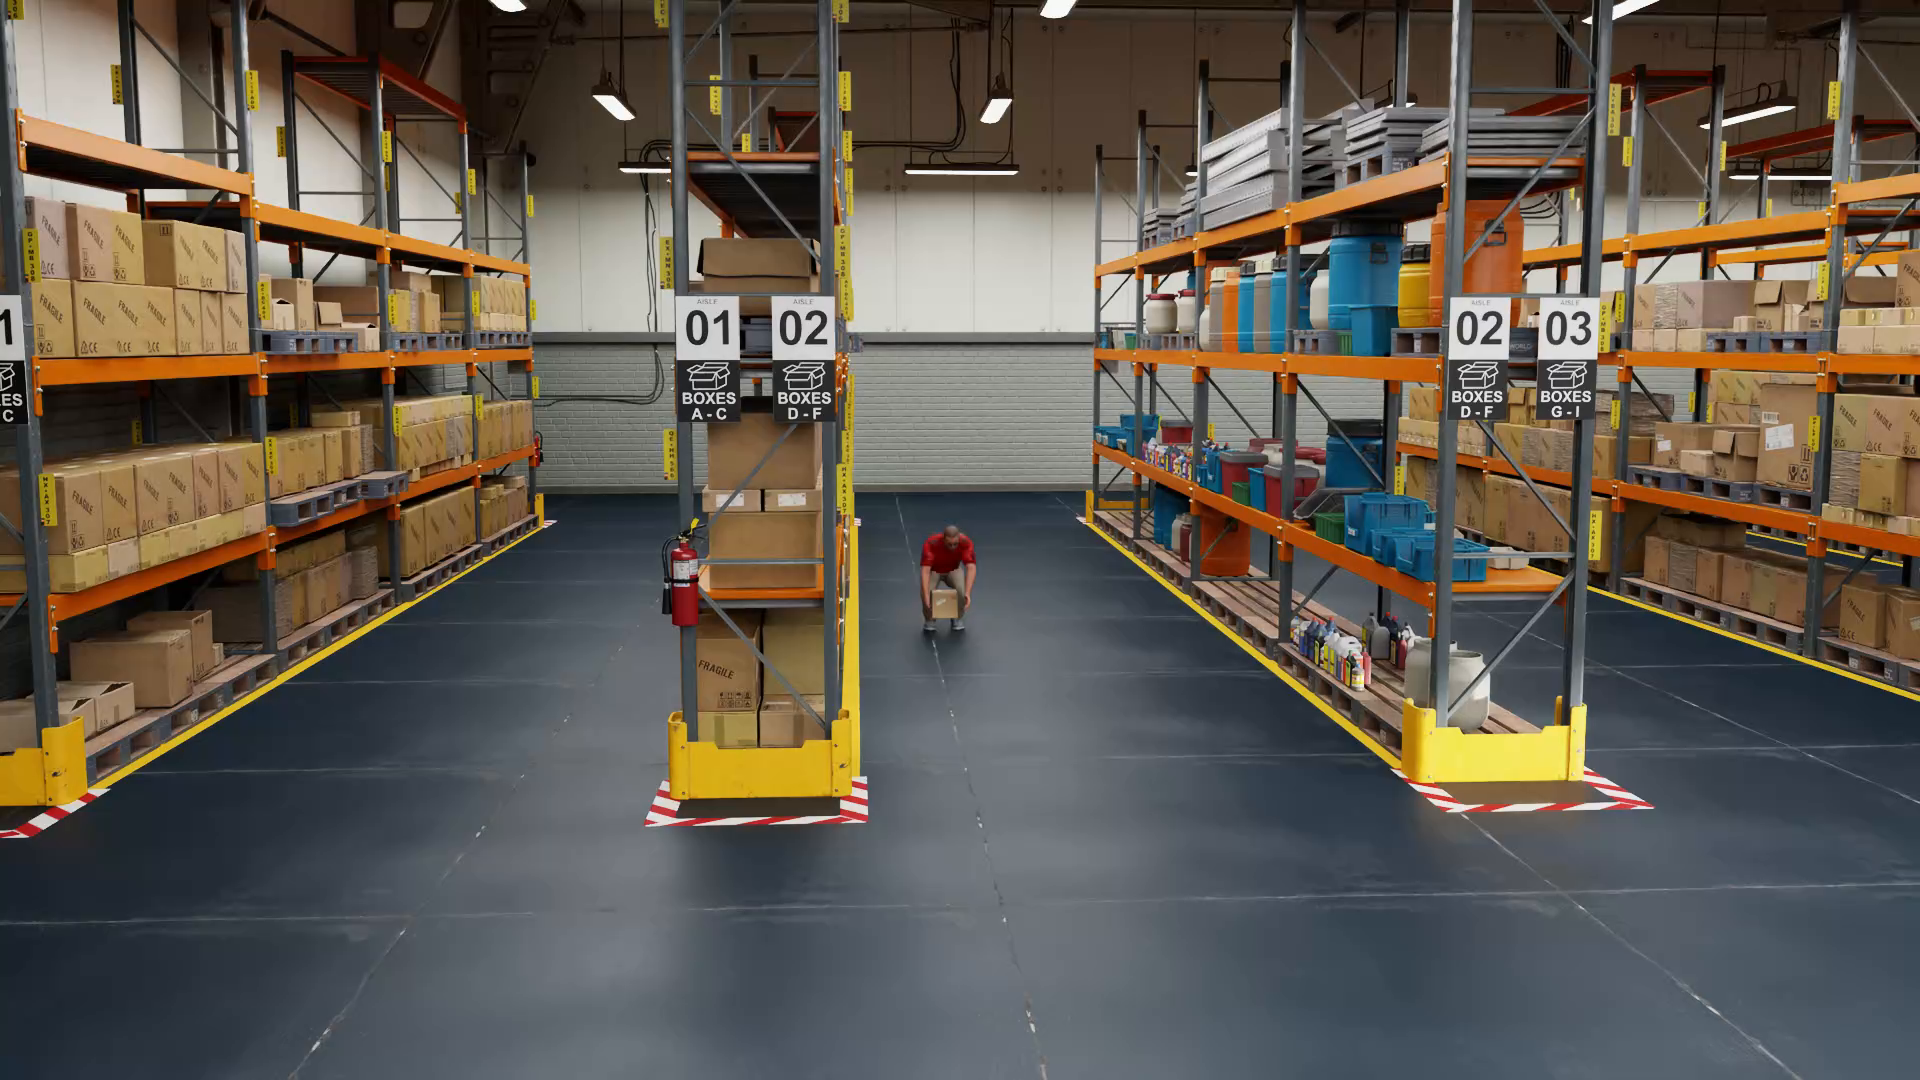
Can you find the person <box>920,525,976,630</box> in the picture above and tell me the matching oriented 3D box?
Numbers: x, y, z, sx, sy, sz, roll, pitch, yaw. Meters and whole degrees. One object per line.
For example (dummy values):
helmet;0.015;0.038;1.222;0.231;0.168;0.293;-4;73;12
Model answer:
person;-0.128;0.366;16.888;0.569;1.106;0.831;0;7;-3
